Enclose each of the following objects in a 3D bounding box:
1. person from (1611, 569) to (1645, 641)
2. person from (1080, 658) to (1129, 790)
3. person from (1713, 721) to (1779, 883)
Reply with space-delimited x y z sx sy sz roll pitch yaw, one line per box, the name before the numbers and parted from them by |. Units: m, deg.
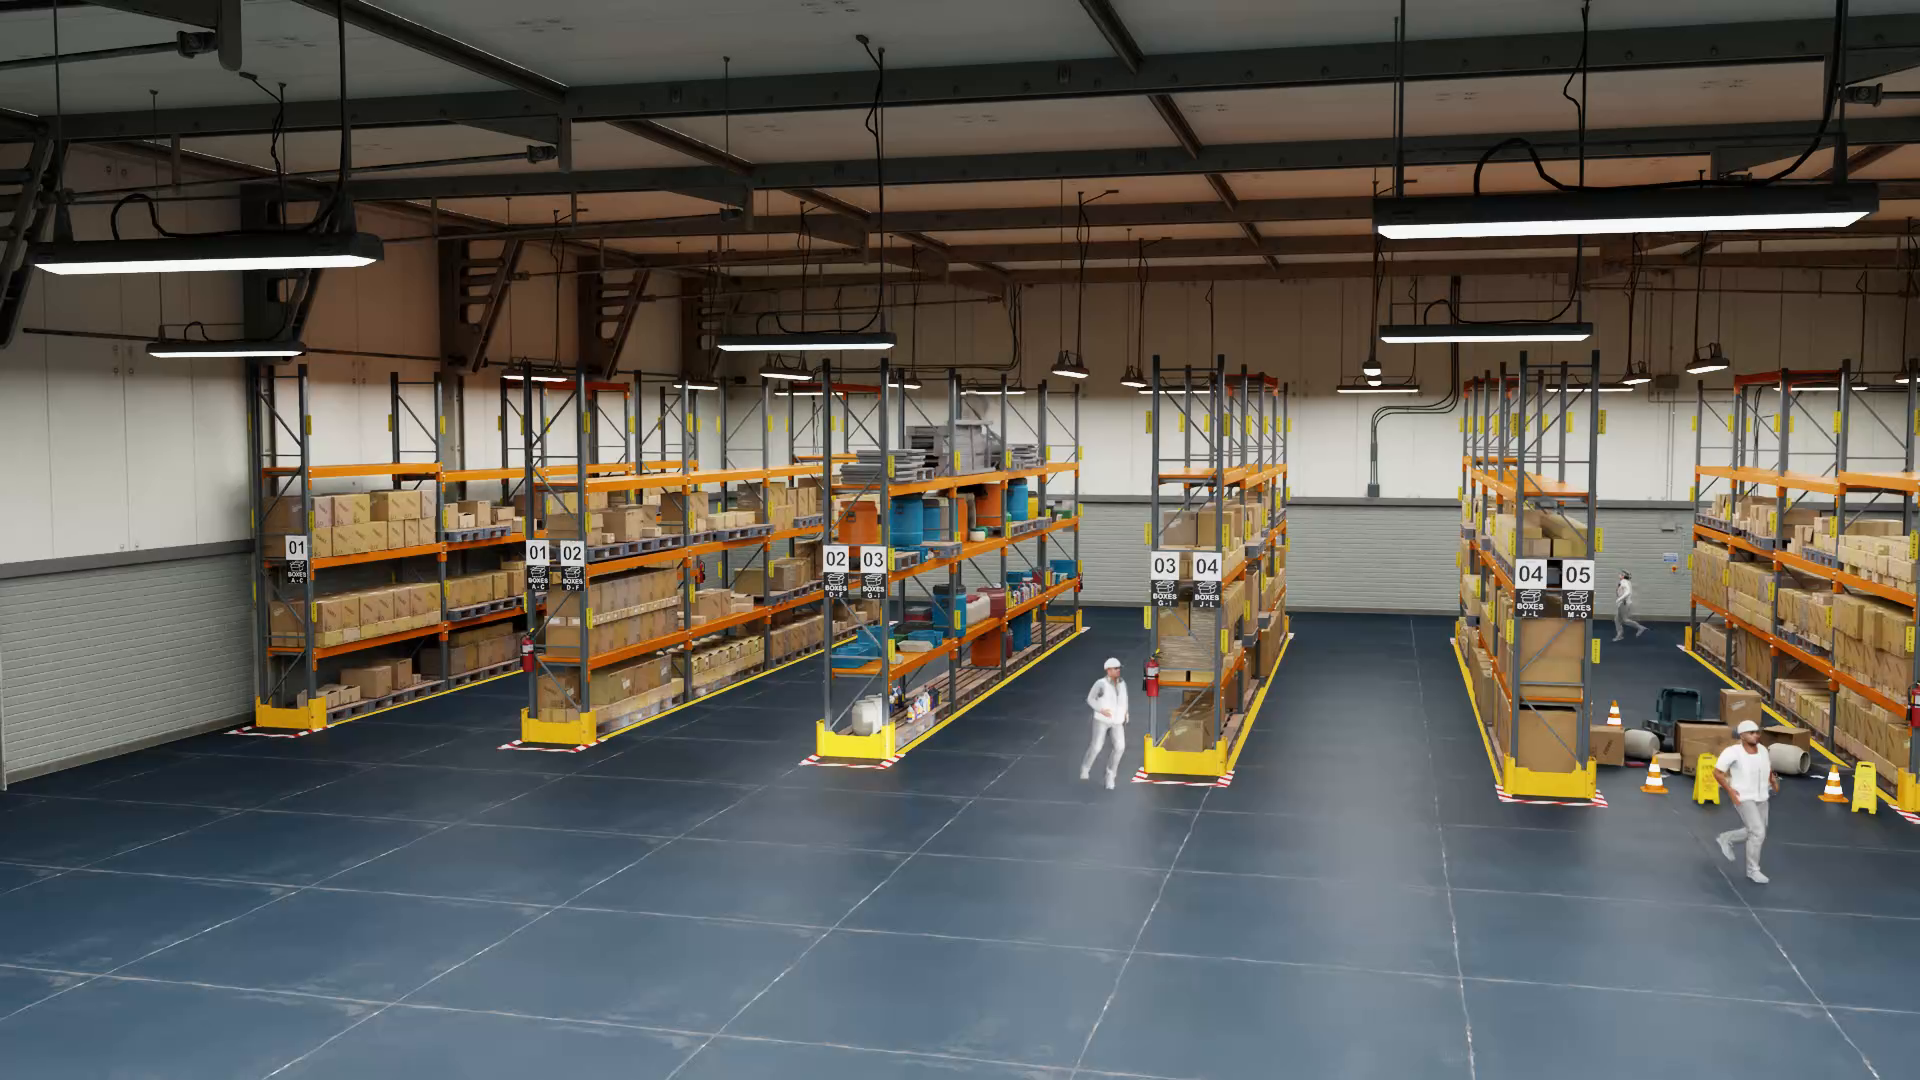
person | 15.480 1.526 38.483 0.742 1.702 0.625 2 4 22
person | 2.082 2.541 23.189 0.726 1.798 0.704 -2 4 -21
person | 8.736 2.867 18.477 0.692 1.754 0.751 -1 4 -19
